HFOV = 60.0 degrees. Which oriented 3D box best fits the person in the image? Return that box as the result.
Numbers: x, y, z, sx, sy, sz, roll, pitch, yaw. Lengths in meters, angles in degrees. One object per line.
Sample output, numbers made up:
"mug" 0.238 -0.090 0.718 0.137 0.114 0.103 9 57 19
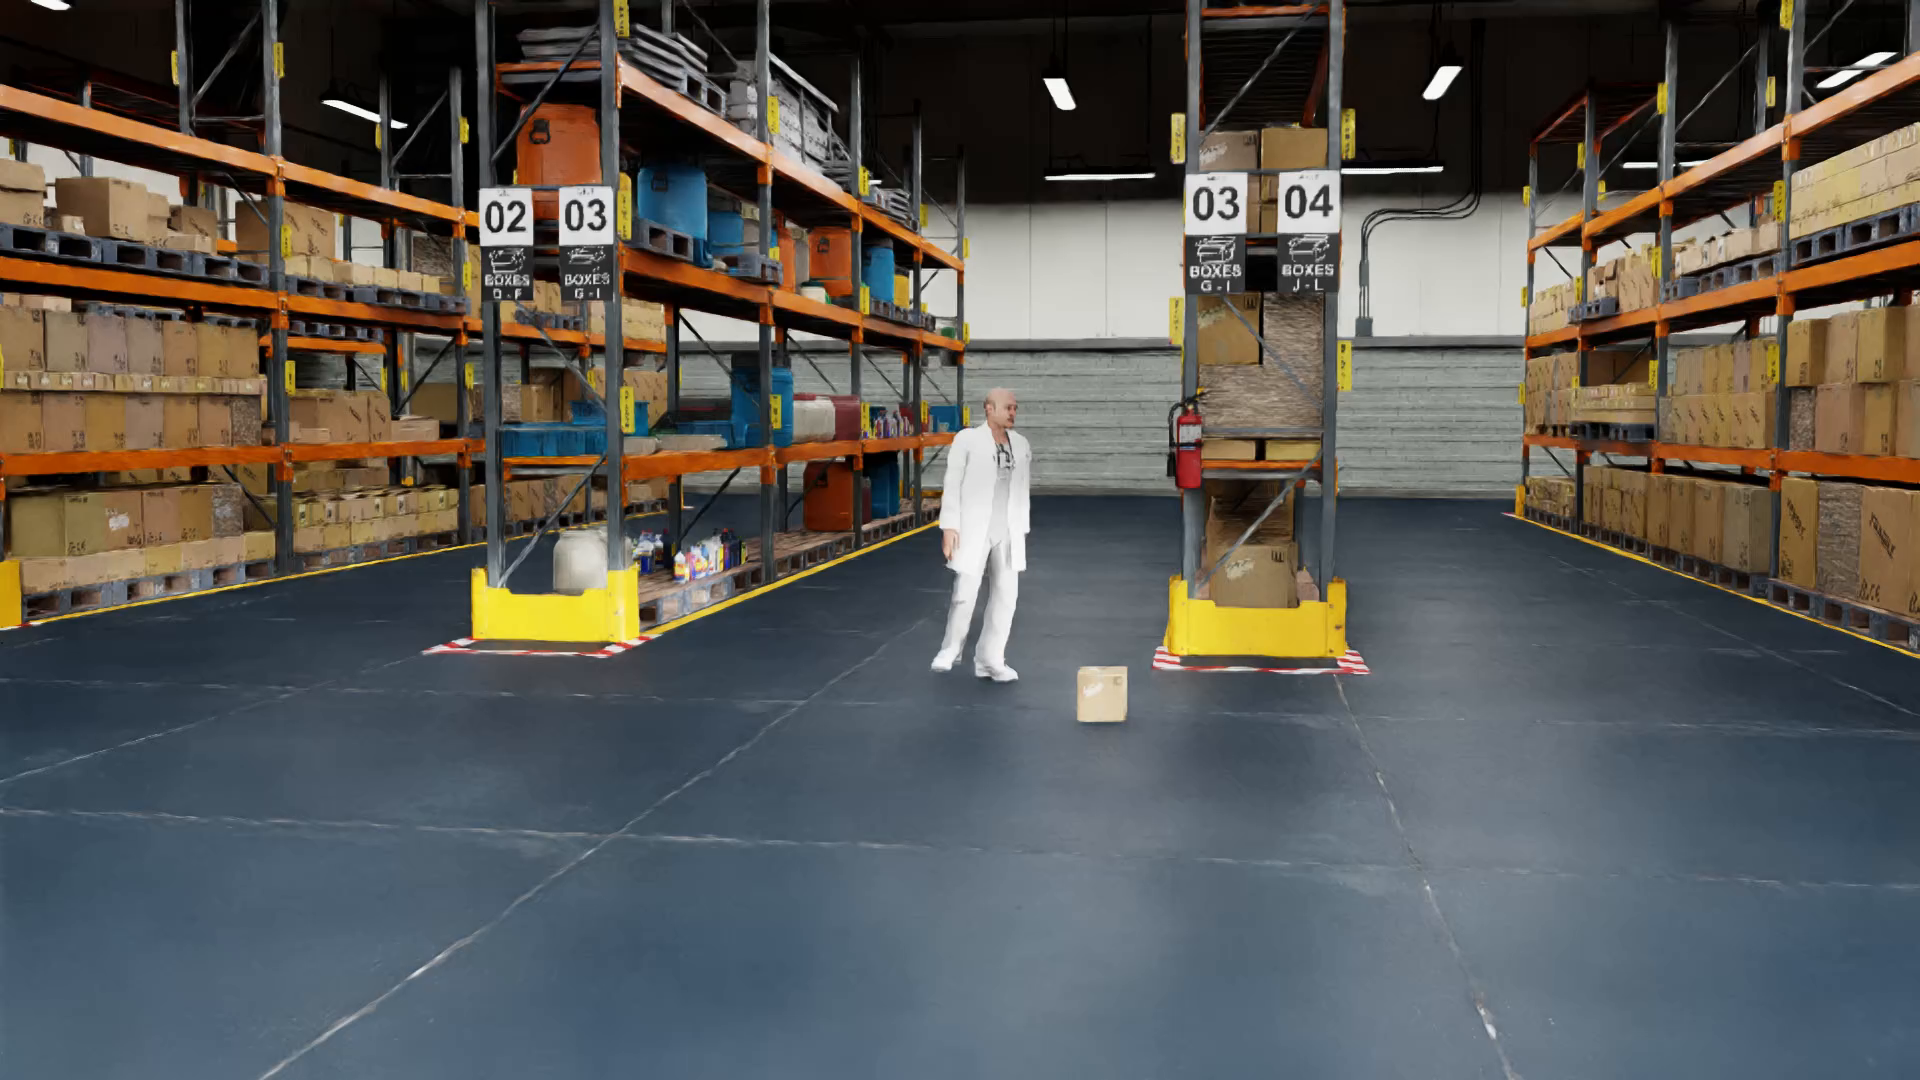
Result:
"person" 0.137 -0.045 10.177 0.619 1.769 0.616 -2 5 -24
